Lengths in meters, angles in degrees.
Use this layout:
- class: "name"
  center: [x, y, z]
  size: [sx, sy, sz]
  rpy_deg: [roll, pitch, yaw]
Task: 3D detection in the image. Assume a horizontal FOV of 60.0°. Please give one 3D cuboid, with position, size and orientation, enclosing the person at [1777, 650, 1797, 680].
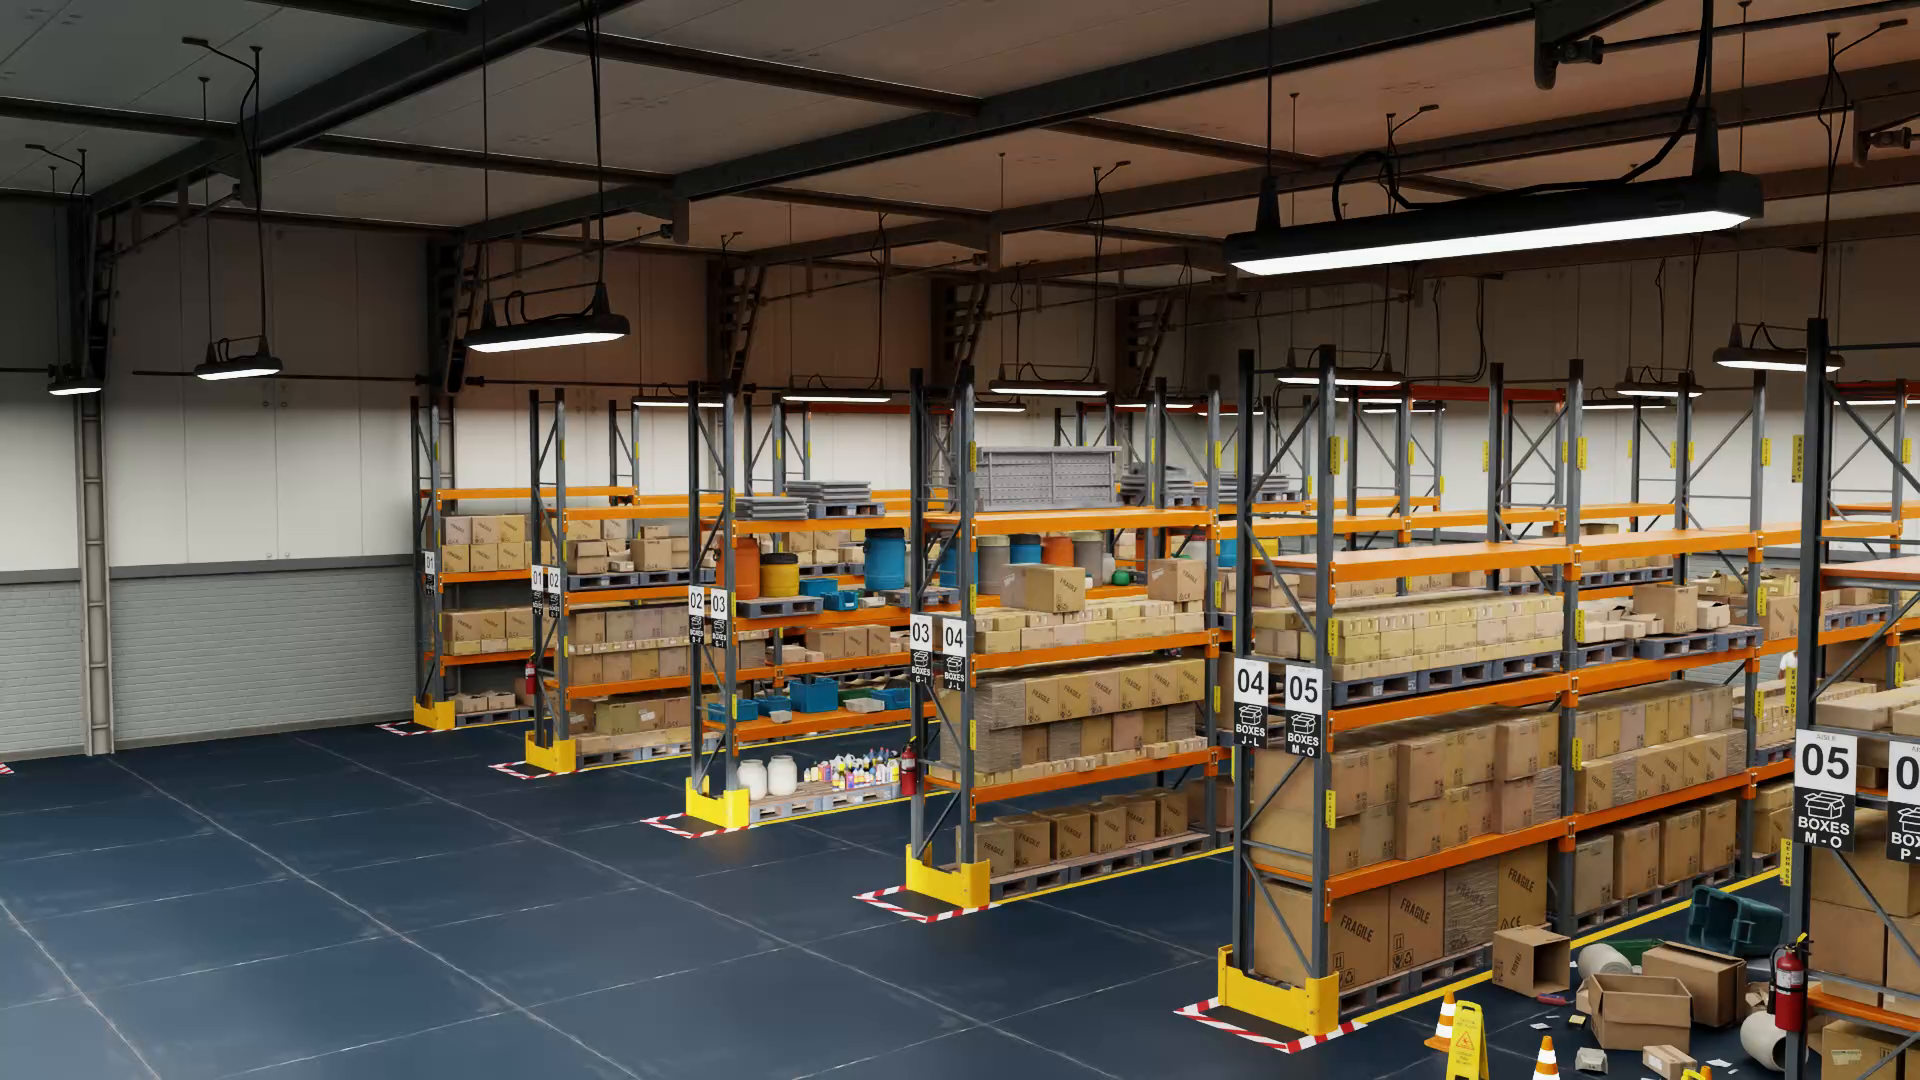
- class: "person"
  center: [14.648, 2.576, 29.110]
  size: [0.650, 1.767, 0.414]
  rpy_deg: [2, 4, 29]
